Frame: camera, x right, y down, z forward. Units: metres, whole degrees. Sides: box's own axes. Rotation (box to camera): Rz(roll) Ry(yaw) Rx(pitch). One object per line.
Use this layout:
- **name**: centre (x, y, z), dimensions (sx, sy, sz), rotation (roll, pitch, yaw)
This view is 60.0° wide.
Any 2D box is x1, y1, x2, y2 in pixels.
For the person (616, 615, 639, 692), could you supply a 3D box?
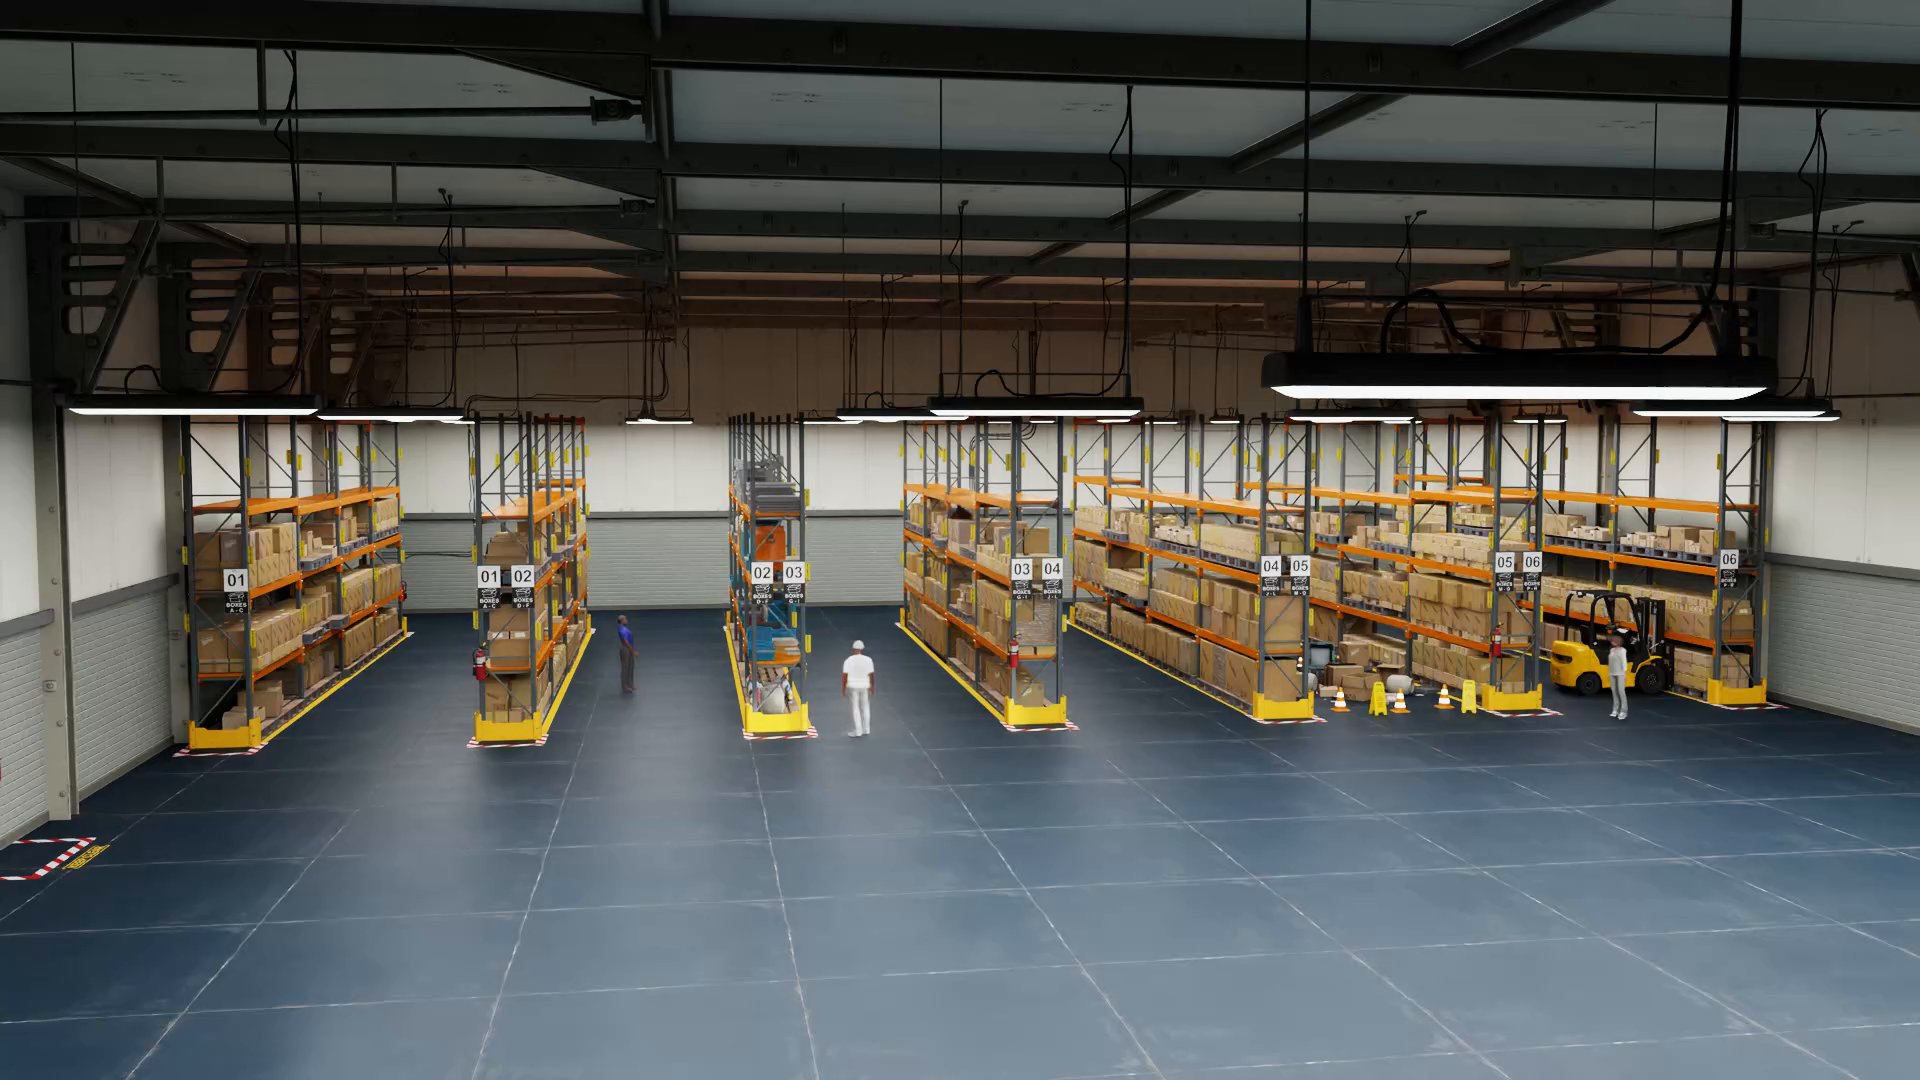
- **person**: centre (-7.181, 2.456, 36.112), dimensions (0.536, 1.678, 0.530), rotation (1, 4, 13)

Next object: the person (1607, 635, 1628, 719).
- **person**: centre (12.971, 2.743, 32.803), dimensions (0.396, 1.501, 0.519), rotation (-2, 4, -26)

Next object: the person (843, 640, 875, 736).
- **person**: centre (-1.903, 2.737, 30.845), dimensions (0.605, 1.777, 0.525), rotation (-1, 4, -20)
